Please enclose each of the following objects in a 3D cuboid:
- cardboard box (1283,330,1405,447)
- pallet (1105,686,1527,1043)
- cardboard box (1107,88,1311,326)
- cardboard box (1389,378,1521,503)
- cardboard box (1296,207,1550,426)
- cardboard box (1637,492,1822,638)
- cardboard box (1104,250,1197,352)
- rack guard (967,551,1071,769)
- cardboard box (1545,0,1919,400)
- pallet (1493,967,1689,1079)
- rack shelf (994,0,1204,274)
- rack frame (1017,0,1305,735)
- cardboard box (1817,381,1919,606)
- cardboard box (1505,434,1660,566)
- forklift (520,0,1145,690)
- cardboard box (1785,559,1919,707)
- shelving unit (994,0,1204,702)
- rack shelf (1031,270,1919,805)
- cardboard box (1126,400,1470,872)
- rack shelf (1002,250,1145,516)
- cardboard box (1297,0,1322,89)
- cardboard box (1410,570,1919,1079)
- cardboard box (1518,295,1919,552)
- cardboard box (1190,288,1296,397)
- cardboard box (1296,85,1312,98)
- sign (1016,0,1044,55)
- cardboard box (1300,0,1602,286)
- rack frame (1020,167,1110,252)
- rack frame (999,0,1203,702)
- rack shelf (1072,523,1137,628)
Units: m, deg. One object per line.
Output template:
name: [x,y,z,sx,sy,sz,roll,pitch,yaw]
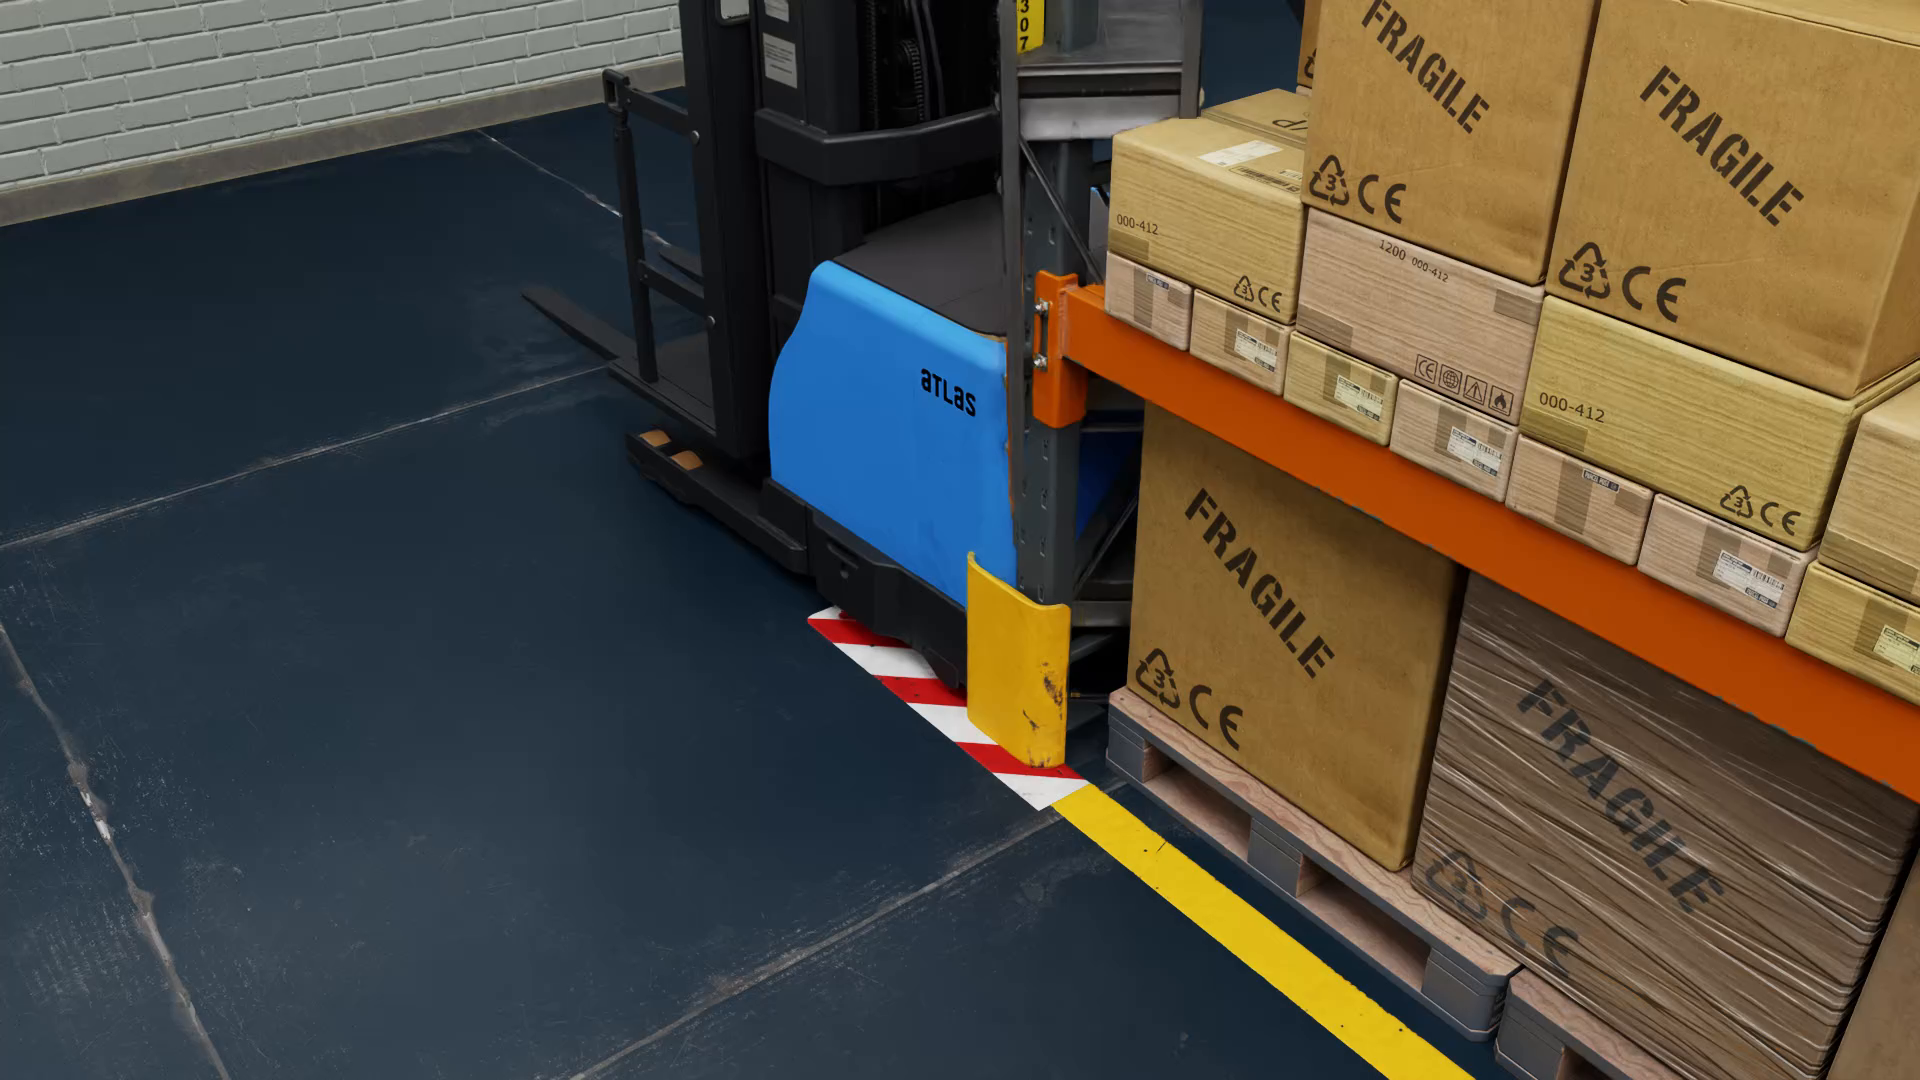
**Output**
cardboard box: [0.847,-0.344,3.199,0.380,0.149,0.250,-23,39,-32]
pallet: [1.126,0.574,4.126,1.003,0.211,1.213,-22,38,-31]
cardboard box: [0.655,-0.694,3.384,0.500,0.250,0.500,-23,39,-33]
cardboard box: [1.008,-0.236,3.025,0.380,0.149,0.250,-23,39,-32]
cardboard box: [0.979,-0.479,3.039,0.500,0.250,0.500,-23,38,-32]
cardboard box: [1.321,-0.022,2.680,0.380,0.149,0.250,-23,38,-32]
cardboard box: [0.531,-0.557,3.542,0.380,0.149,0.250,-22,38,-31]
rack guard: [0.559,0.133,4.561,1.175,0.500,0.348,-22,38,-31]
cardboard box: [1.284,-0.590,2.506,0.500,0.500,0.500,-23,39,-33]
pallet: [1.870,1.082,3.308,1.003,0.211,1.213,-22,38,-31]
rack shelf: [0.299,-0.945,3.697,0.431,0.518,0.480,-1,40,3]
rack frame: [0.574,-0.918,3.886,1.000,3.000,0.127,-22,38,-31]
cardboard box: [1.608,-0.053,2.352,0.500,0.250,0.500,-23,39,-32]
cardboard box: [1.163,-0.129,2.853,0.380,0.149,0.250,-23,39,-32]
forklift: [-0.461,-1.520,4.919,1.130,2.935,3.031,-24,39,-33]
cardboard box: [1.475,0.084,2.511,0.380,0.149,0.250,-23,39,-33]
shelving unit: [0.326,-0.419,4.137,0.431,2.100,0.503,-1,40,3]
rack shelf: [1.800,0.221,2.734,1.077,0.370,4.000,-22,38,-31]
cardboard box: [1.030,0.047,3.948,0.875,0.875,0.875,-22,38,-31]
rack shelf: [0.327,-0.408,4.145,0.431,0.518,0.480,-1,40,3]
cardboard box: [1.080,-1.182,3.459,0.500,0.500,0.500,-22,38,-31]
cardboard box: [1.588,0.426,3.337,0.875,0.875,0.875,-22,38,-31]
cardboard box: [1.284,-0.269,2.700,0.500,0.250,0.500,-24,39,-33]
cardboard box: [0.689,-0.451,3.371,0.380,0.149,0.250,-23,38,-32]
cardboard box: [1.081,-0.865,3.660,0.500,0.250,0.500,-23,39,-32]
sign: [0.132,-1.143,3.351,0.100,0.325,0.005,-22,38,-31]
cardboard box: [0.962,-0.804,2.851,0.500,0.500,0.500,-23,39,-32]
rack frame: [0.333,-0.575,4.324,0.400,2.100,0.015,-1,40,3]
rack frame: [0.319,-0.262,3.950,0.400,2.100,0.015,-1,40,3]
rack shelf: [0.355,0.128,4.594,0.431,0.518,0.480,-1,40,3]
